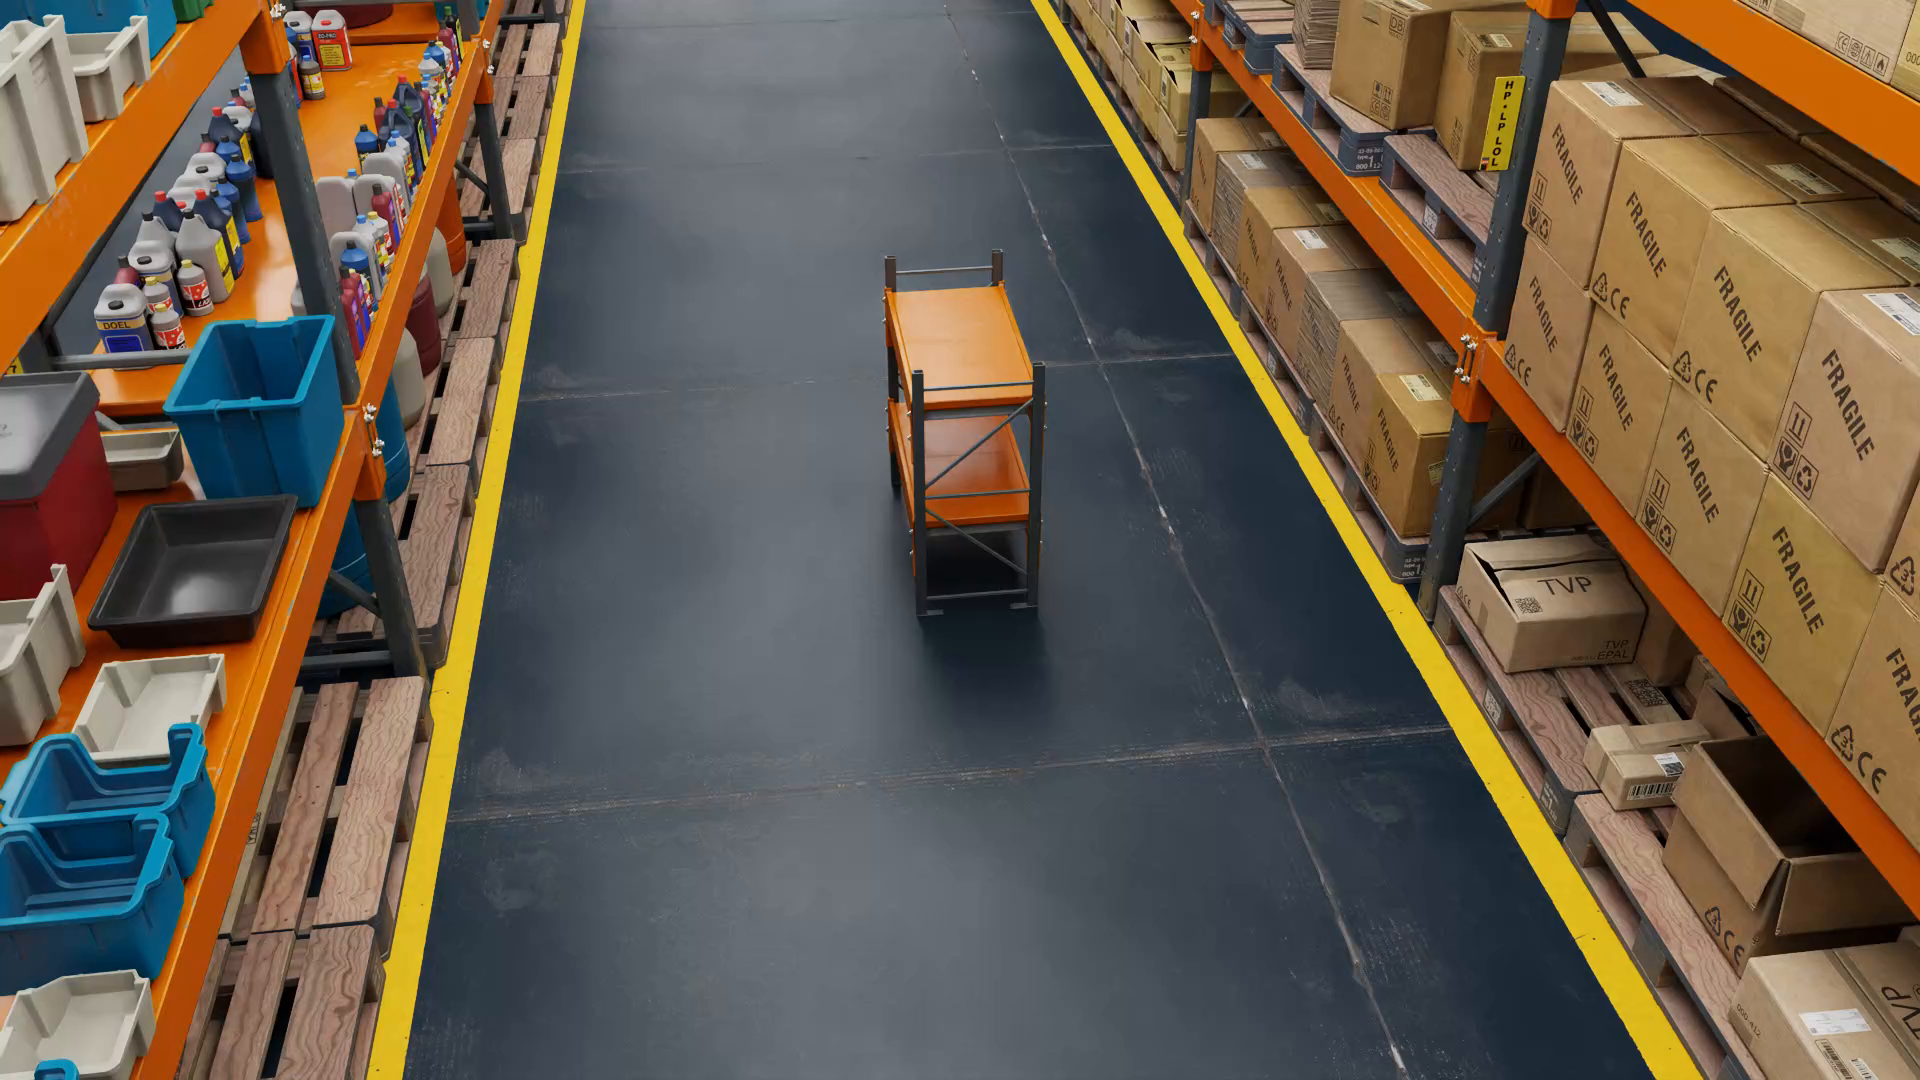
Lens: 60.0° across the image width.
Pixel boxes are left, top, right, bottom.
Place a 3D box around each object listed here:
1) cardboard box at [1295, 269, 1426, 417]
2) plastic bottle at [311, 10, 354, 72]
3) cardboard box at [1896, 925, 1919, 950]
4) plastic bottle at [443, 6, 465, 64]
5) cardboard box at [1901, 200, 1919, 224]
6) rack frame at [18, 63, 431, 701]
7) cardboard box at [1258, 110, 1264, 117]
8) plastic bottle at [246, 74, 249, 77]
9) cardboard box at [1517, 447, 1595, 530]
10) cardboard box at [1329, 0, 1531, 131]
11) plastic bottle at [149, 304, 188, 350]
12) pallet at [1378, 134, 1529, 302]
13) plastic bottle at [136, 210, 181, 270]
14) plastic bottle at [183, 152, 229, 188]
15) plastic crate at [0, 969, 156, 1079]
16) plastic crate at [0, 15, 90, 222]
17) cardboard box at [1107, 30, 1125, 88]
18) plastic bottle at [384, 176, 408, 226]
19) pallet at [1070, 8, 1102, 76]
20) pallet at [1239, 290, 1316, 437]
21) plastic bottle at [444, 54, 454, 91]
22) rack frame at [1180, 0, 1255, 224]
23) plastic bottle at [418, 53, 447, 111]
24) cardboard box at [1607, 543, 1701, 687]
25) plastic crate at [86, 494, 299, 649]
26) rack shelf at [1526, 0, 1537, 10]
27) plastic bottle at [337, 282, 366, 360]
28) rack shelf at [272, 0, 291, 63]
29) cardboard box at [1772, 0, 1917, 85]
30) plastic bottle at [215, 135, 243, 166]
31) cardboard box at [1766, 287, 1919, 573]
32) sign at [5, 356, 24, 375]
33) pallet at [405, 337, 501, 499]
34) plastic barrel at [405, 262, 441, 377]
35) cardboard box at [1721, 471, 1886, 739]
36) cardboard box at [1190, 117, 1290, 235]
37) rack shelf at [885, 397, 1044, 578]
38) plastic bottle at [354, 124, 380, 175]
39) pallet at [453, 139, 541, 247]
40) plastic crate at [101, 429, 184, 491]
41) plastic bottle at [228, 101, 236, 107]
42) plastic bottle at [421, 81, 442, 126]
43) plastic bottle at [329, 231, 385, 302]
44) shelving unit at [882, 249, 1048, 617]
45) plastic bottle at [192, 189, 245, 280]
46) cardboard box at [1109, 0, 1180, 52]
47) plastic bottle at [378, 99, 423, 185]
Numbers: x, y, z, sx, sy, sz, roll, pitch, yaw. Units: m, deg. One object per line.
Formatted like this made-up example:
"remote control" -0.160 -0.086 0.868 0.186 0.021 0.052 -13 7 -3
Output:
"cardboard box" 1.906 -0.930 7.780 0.500 0.500 0.500 -4 34 -6
"plastic bottle" -3.176 -2.524 8.400 0.152 0.276 0.135 -4 35 -6
"cardboard box" 2.993 1.333 4.682 0.500 0.250 0.500 -4 35 -6
"plastic bottle" -2.588 -2.588 8.488 0.061 0.283 0.133 -4 35 -6
"cardboard box" 2.845 -0.596 4.484 0.500 0.500 0.500 -4 34 -6
"rack frame" -2.527 -0.598 5.463 1.000 3.000 0.127 -4 35 -6
"cardboard box" 2.064 -2.786 10.246 0.500 0.311 0.500 -3 34 -5
"plastic bottle" -3.261 -2.050 7.699 0.061 0.283 0.133 -4 35 -6
"cardboard box" 2.558 -0.408 7.014 0.500 0.500 0.500 -6 35 -9
"cardboard box" 2.083 -2.167 7.304 0.700 0.500 0.500 -13 36 -18
"plastic bottle" -2.779 -0.731 5.835 0.097 0.201 0.097 0 34 0
"pallet" 2.382 -1.346 6.731 1.003 0.211 1.213 -4 35 -6
"plastic bottle" -2.975 -1.065 6.194 0.144 0.351 0.185 -4 35 -6
"plastic bottle" -3.067 -1.432 6.797 0.152 0.276 0.135 -4 35 -6
"plastic crate" -1.748 0.992 3.311 0.250 0.136 0.298 -4 35 -6
"plastic crate" -1.981 -0.816 3.226 0.437 0.282 0.530 -4 35 -6
"cardboard box" 1.322 -3.370 11.601 0.500 0.250 0.500 -4 34 -5
"plastic bottle" -2.325 -1.386 6.797 0.097 0.201 0.097 0 34 0
"pallet" 1.444 -3.875 12.748 1.003 0.211 1.213 -4 35 -6
"pallet" 2.068 -0.952 8.459 1.003 0.211 1.213 -4 35 -6
"plastic bottle" -2.546 -2.305 8.146 0.097 0.201 0.097 0 34 0
"rack frame" 1.844 -3.203 9.286 1.000 3.000 0.127 -4 35 -6
"plastic bottle" -2.507 -2.171 7.887 0.097 0.271 0.097 0 34 0
"cardboard box" 2.739 0.177 6.156 0.500 0.500 0.500 -4 35 -6
"plastic crate" -2.110 0.095 4.637 0.437 0.125 0.590 -4 35 -6
"rack shelf" 2.113 -3.029 7.006 1.077 0.370 4.000 -4 35 -6
"plastic bottle" -2.154 -0.786 5.844 0.061 0.283 0.133 -4 35 -6
"rack shelf" -2.796 -2.656 6.459 1.077 0.370 4.000 -4 35 -6
"cardboard box" 2.331 -1.300 3.963 0.500 0.250 0.500 -4 35 -6
"plastic bottle" -3.067 -1.571 7.007 0.097 0.271 0.097 0 34 0
"cardboard box" 2.375 -0.278 4.018 0.500 0.500 0.500 -3 34 -5
"sign" -3.072 -0.671 5.326 0.100 0.325 0.005 -4 35 -6
"pallet" -2.757 -0.561 7.886 1.003 0.211 1.213 -4 35 -6
"plastic barrel" -2.831 -1.105 7.976 0.600 0.588 0.708 -4 35 -6
"cardboard box" 2.387 0.141 4.290 0.500 0.500 0.500 -5 35 -7
"cardboard box" 1.622 -2.076 9.462 0.500 0.500 0.500 -3 34 -4
"rack shelf" 0.001 -0.259 7.065 0.538 0.278 1.000 -4 35 -6
"plastic bottle" -2.525 -1.642 7.111 0.097 0.271 0.097 0 34 0
"pallet" -3.131 -2.113 10.163 1.003 0.211 1.213 -4 35 -6
"plastic crate" -2.606 -0.243 5.124 0.396 0.136 0.243 -4 35 -6
"plastic bottle" -3.183 -1.799 7.341 0.097 0.271 0.097 0 34 0
"plastic bottle" -2.481 -2.034 7.747 0.097 0.201 0.097 0 34 0
"plastic bottle" -2.261 -1.038 6.219 0.152 0.276 0.135 -4 35 -6
"shelving unit" 0.001 -0.461 6.928 0.538 1.125 1.048 -4 35 -6
"plastic bottle" -2.857 -1.180 6.361 0.144 0.351 0.185 -4 35 -6
"cardboard box" 1.323 -3.597 11.435 0.500 0.311 0.500 -3 34 -5
"plastic bottle" -2.411 -1.709 7.137 0.144 0.351 0.185 -4 35 -6
